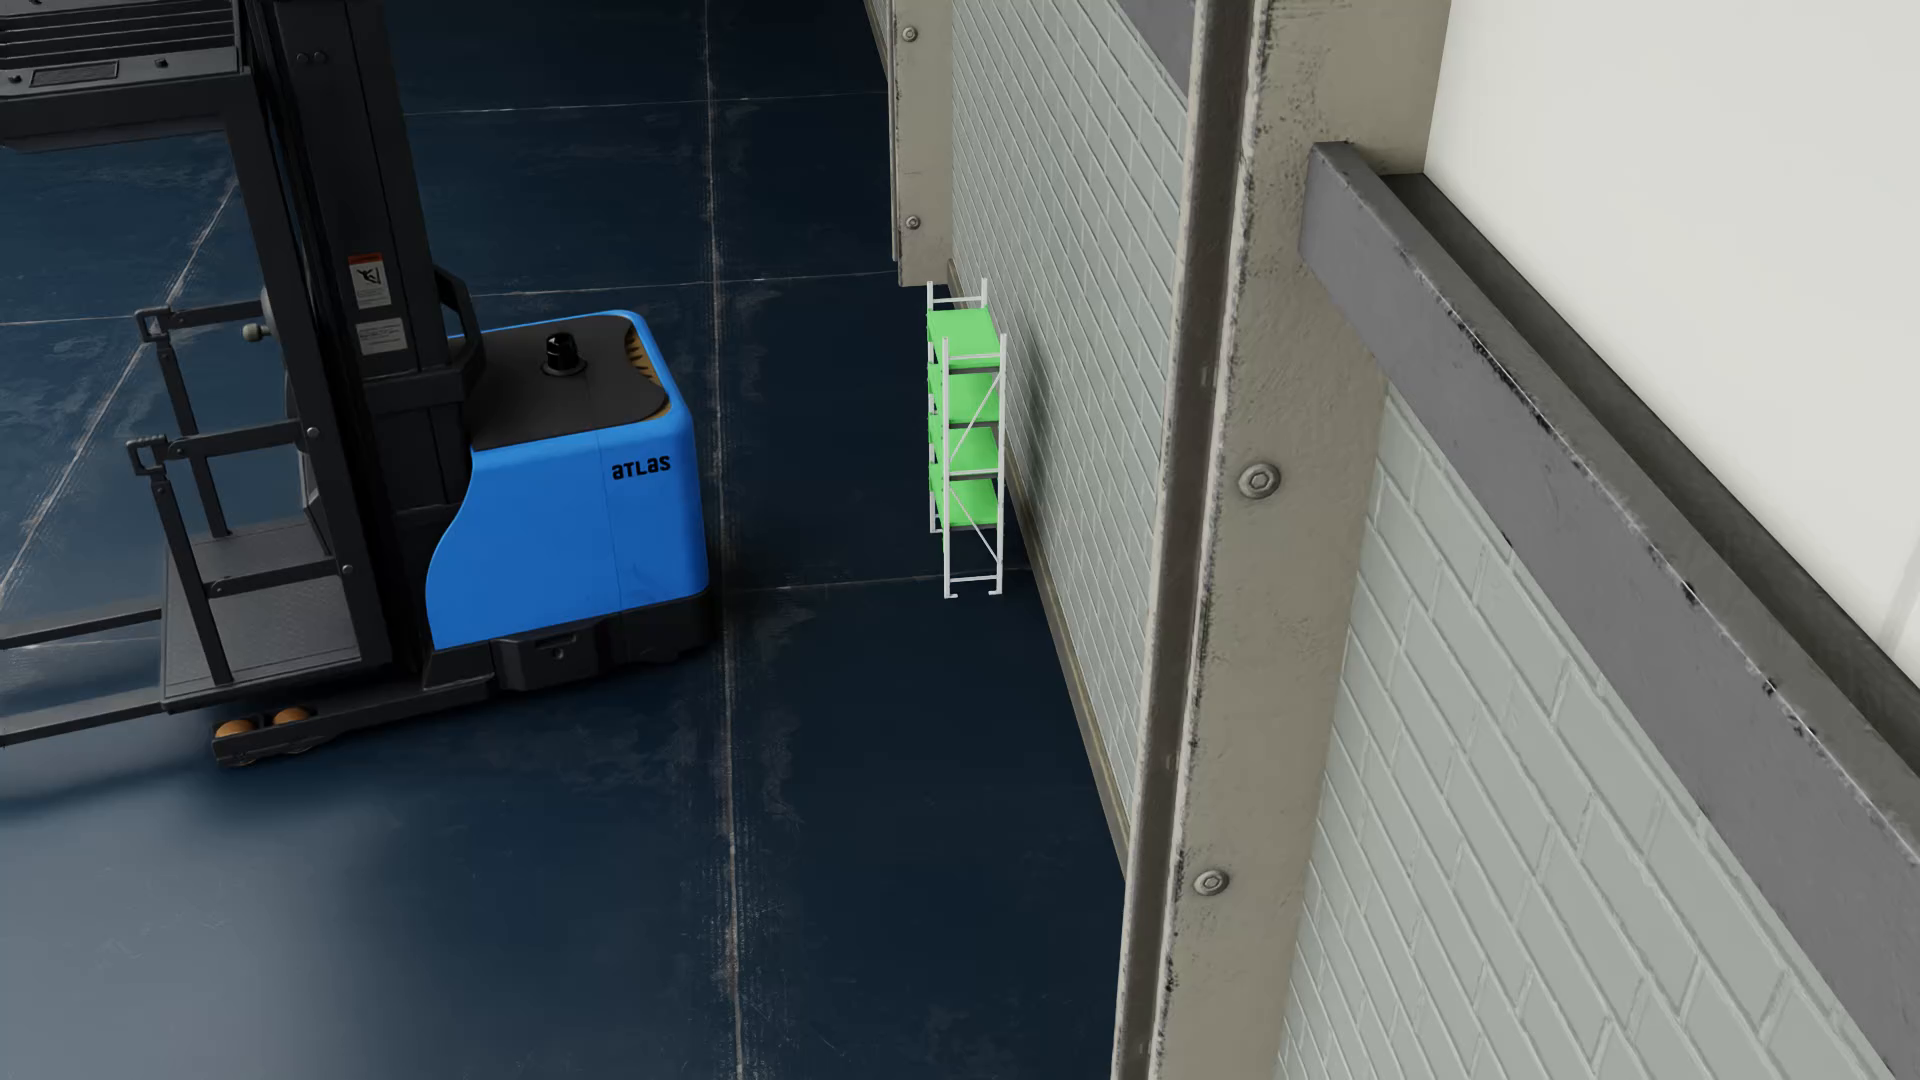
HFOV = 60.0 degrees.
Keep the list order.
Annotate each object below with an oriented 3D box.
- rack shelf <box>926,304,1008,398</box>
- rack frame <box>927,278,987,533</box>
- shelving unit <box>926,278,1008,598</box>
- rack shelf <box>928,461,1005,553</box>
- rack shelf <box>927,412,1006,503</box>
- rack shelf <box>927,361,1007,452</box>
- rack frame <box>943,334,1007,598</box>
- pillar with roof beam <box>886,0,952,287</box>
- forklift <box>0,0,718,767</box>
[{"bbox_3d":[0.022,-0.747,6.542,0.258,0.148,0.480,-4,35,-6],"label":"rack shelf"},{"bbox_3d":[-0.011,-0.540,6.976,0.240,1.200,0.015,-4,35,-6],"label":"rack frame"},{"bbox_3d":[0.022,-0.403,6.777,0.258,1.200,0.503,-4,35,-6],"label":"shelving unit"},{"bbox_3d":[0.022,-0.152,6.948,0.258,0.148,0.480,-4,35,-6],"label":"rack shelf"},{"bbox_3d":[0.022,-0.351,6.813,0.258,0.148,0.480,-4,35,-6],"label":"rack shelf"},{"bbox_3d":[0.022,-0.549,6.677,0.258,0.148,0.480,-4,35,-6],"label":"rack shelf"},{"bbox_3d":[0.055,-0.267,6.577,0.240,1.200,0.015,-4,35,-6],"label":"rack frame"},{"bbox_3d":[-4.478,-4.938,6.505,9.100,9.000,0.400,-4,35,-6],"label":"pillar with roof beam"},{"bbox_3d":[-2.530,-0.727,5.714,3.031,2.935,1.130,-12,36,-17],"label":"forklift"}]
